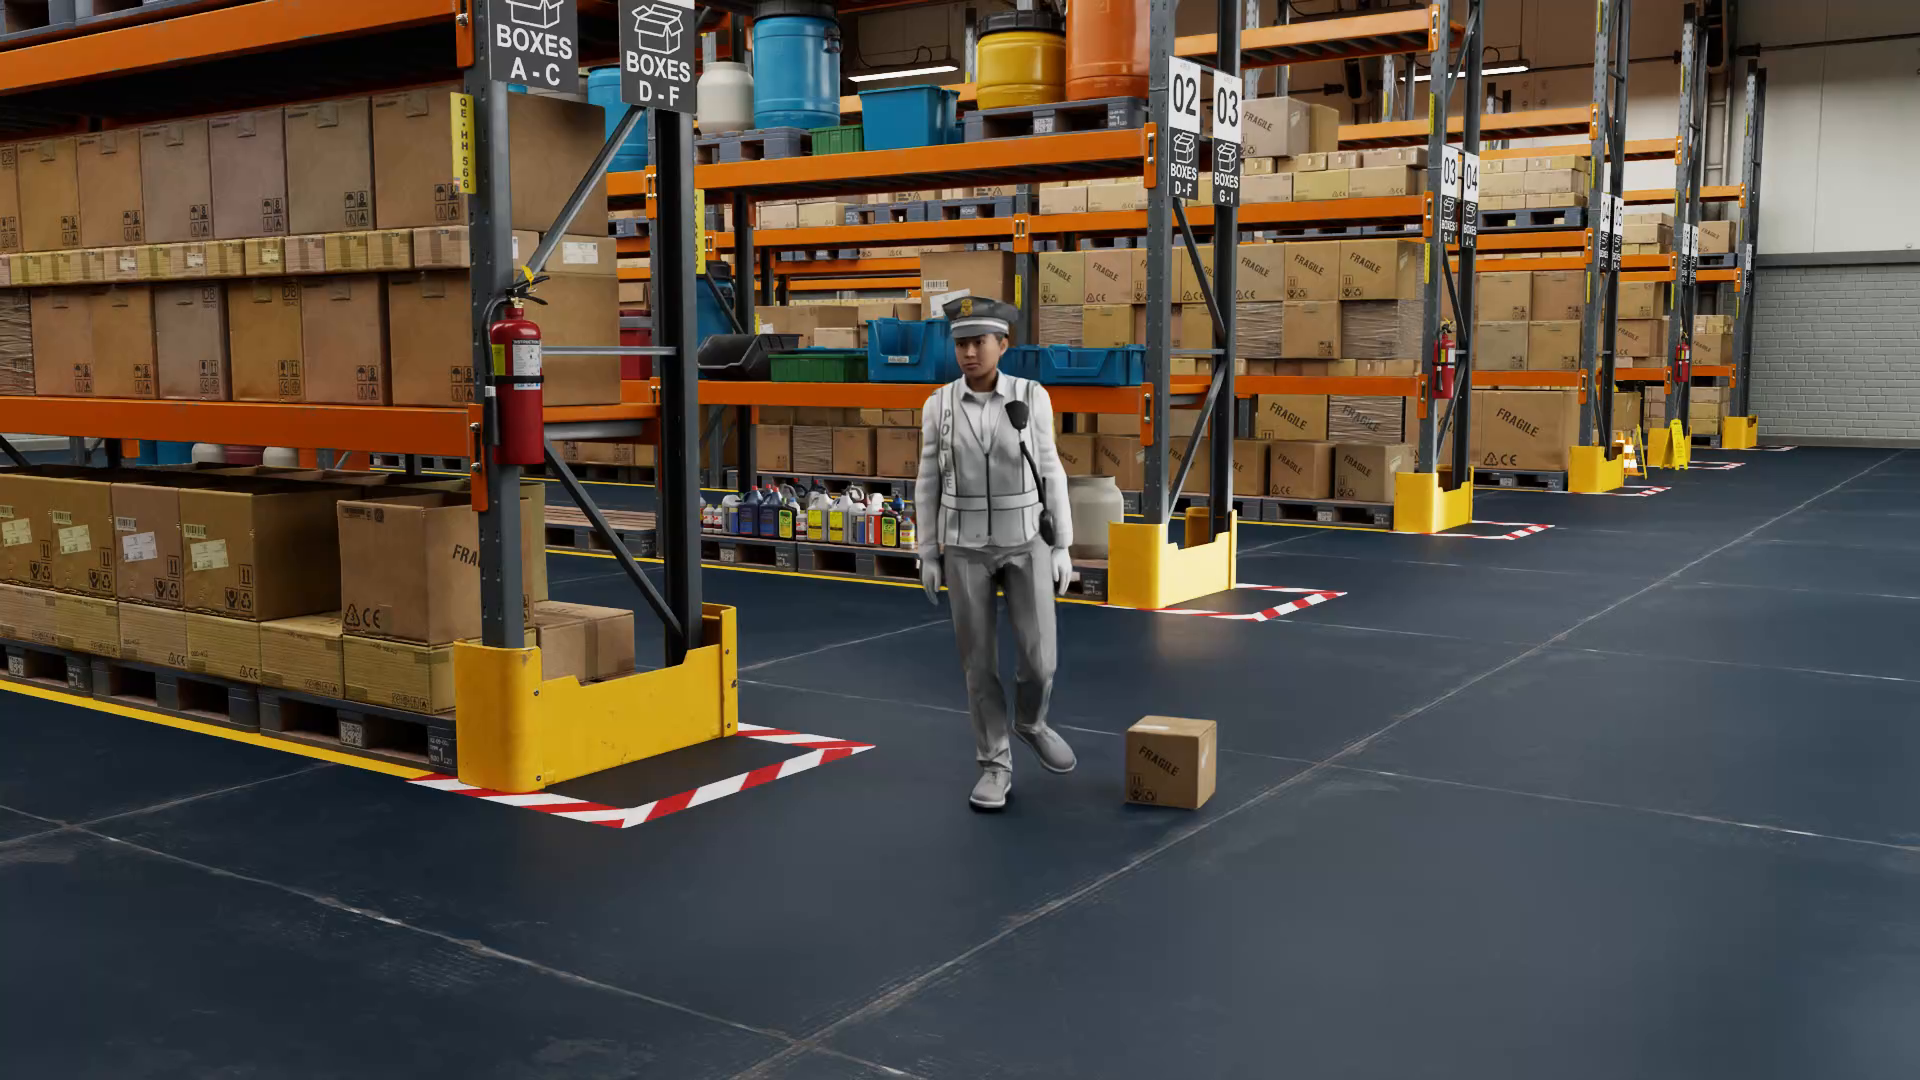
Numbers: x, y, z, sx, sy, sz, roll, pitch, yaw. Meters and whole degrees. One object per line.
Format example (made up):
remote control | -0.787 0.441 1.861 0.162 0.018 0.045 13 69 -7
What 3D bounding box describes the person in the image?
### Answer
person | 0.117 0.042 5.497 0.532 1.672 0.468 1 6 7
